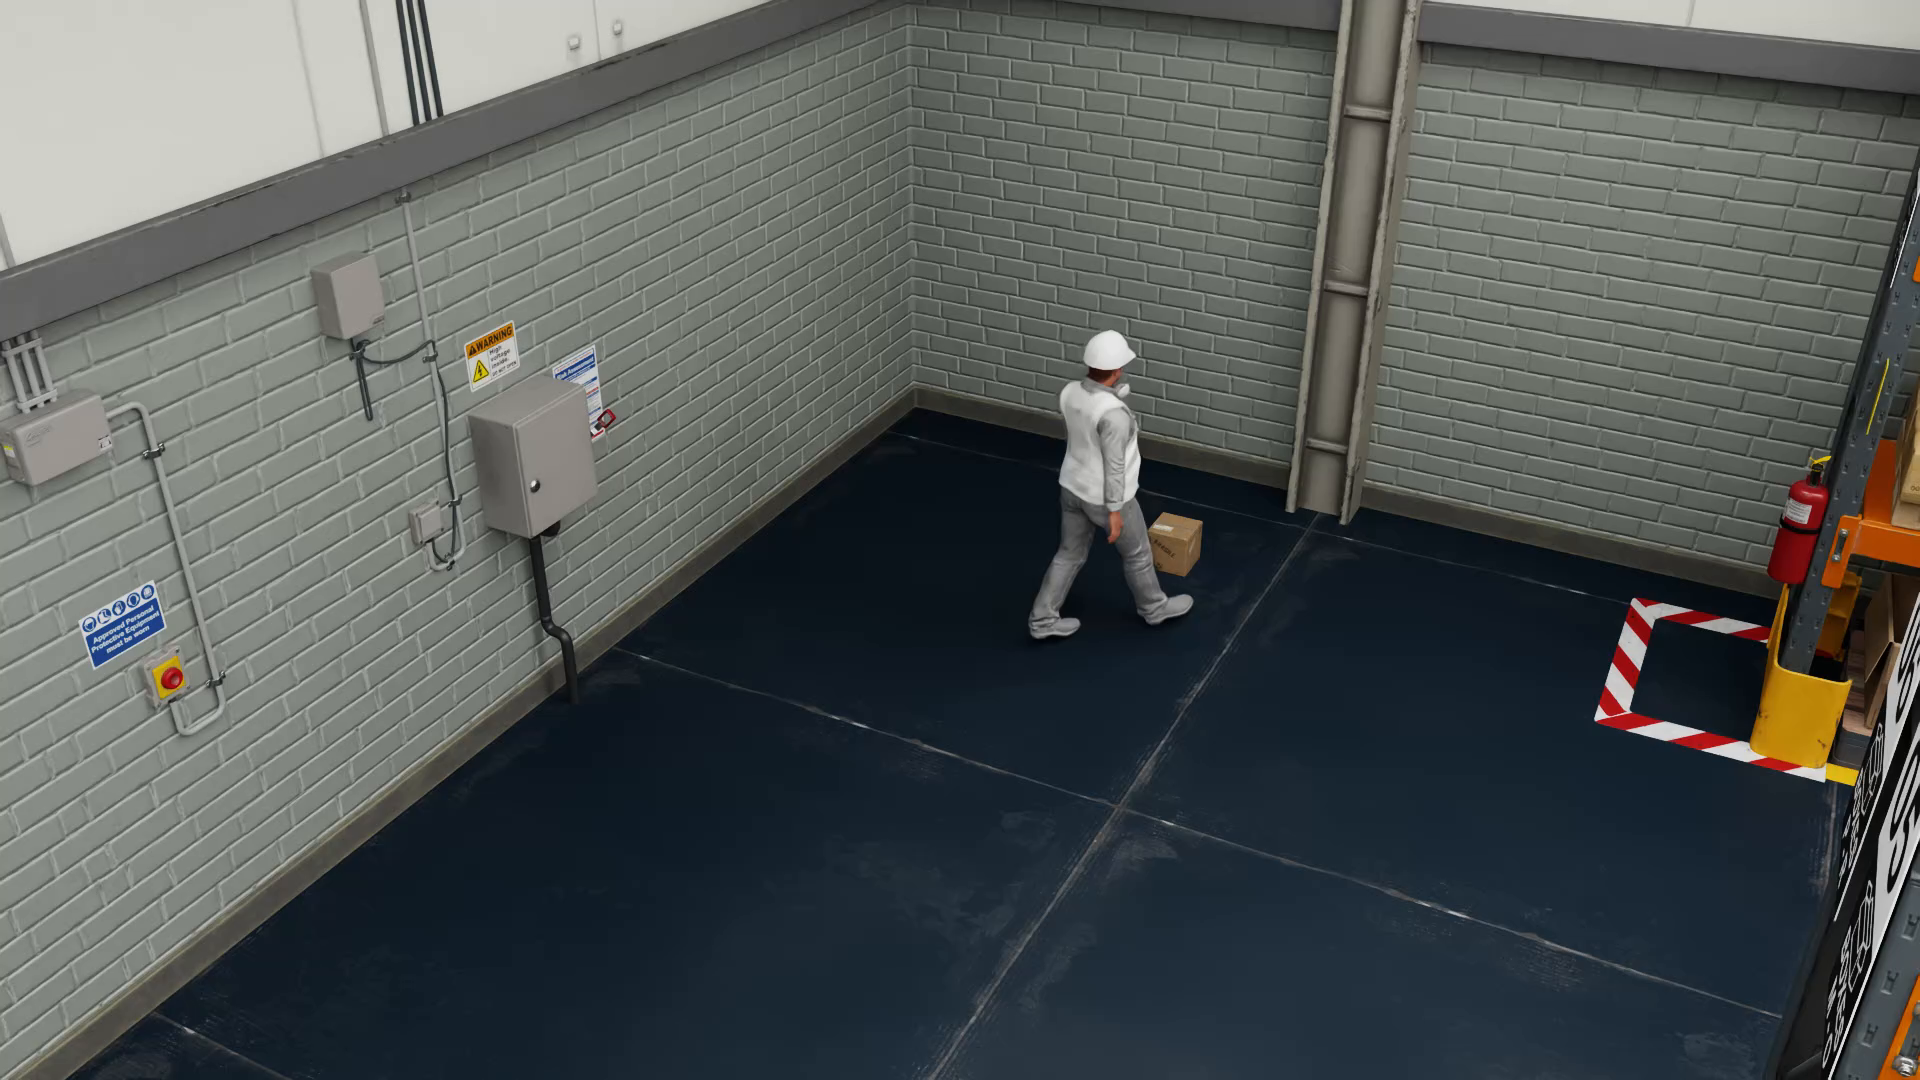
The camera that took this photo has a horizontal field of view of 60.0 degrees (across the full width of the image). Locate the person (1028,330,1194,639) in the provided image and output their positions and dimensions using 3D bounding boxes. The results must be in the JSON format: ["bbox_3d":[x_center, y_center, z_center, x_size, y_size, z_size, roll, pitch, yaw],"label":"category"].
[{"bbox_3d":[0.786,-0.304,8.784,0.927,1.731,0.572,-20,35,-30],"label":"person"}]
